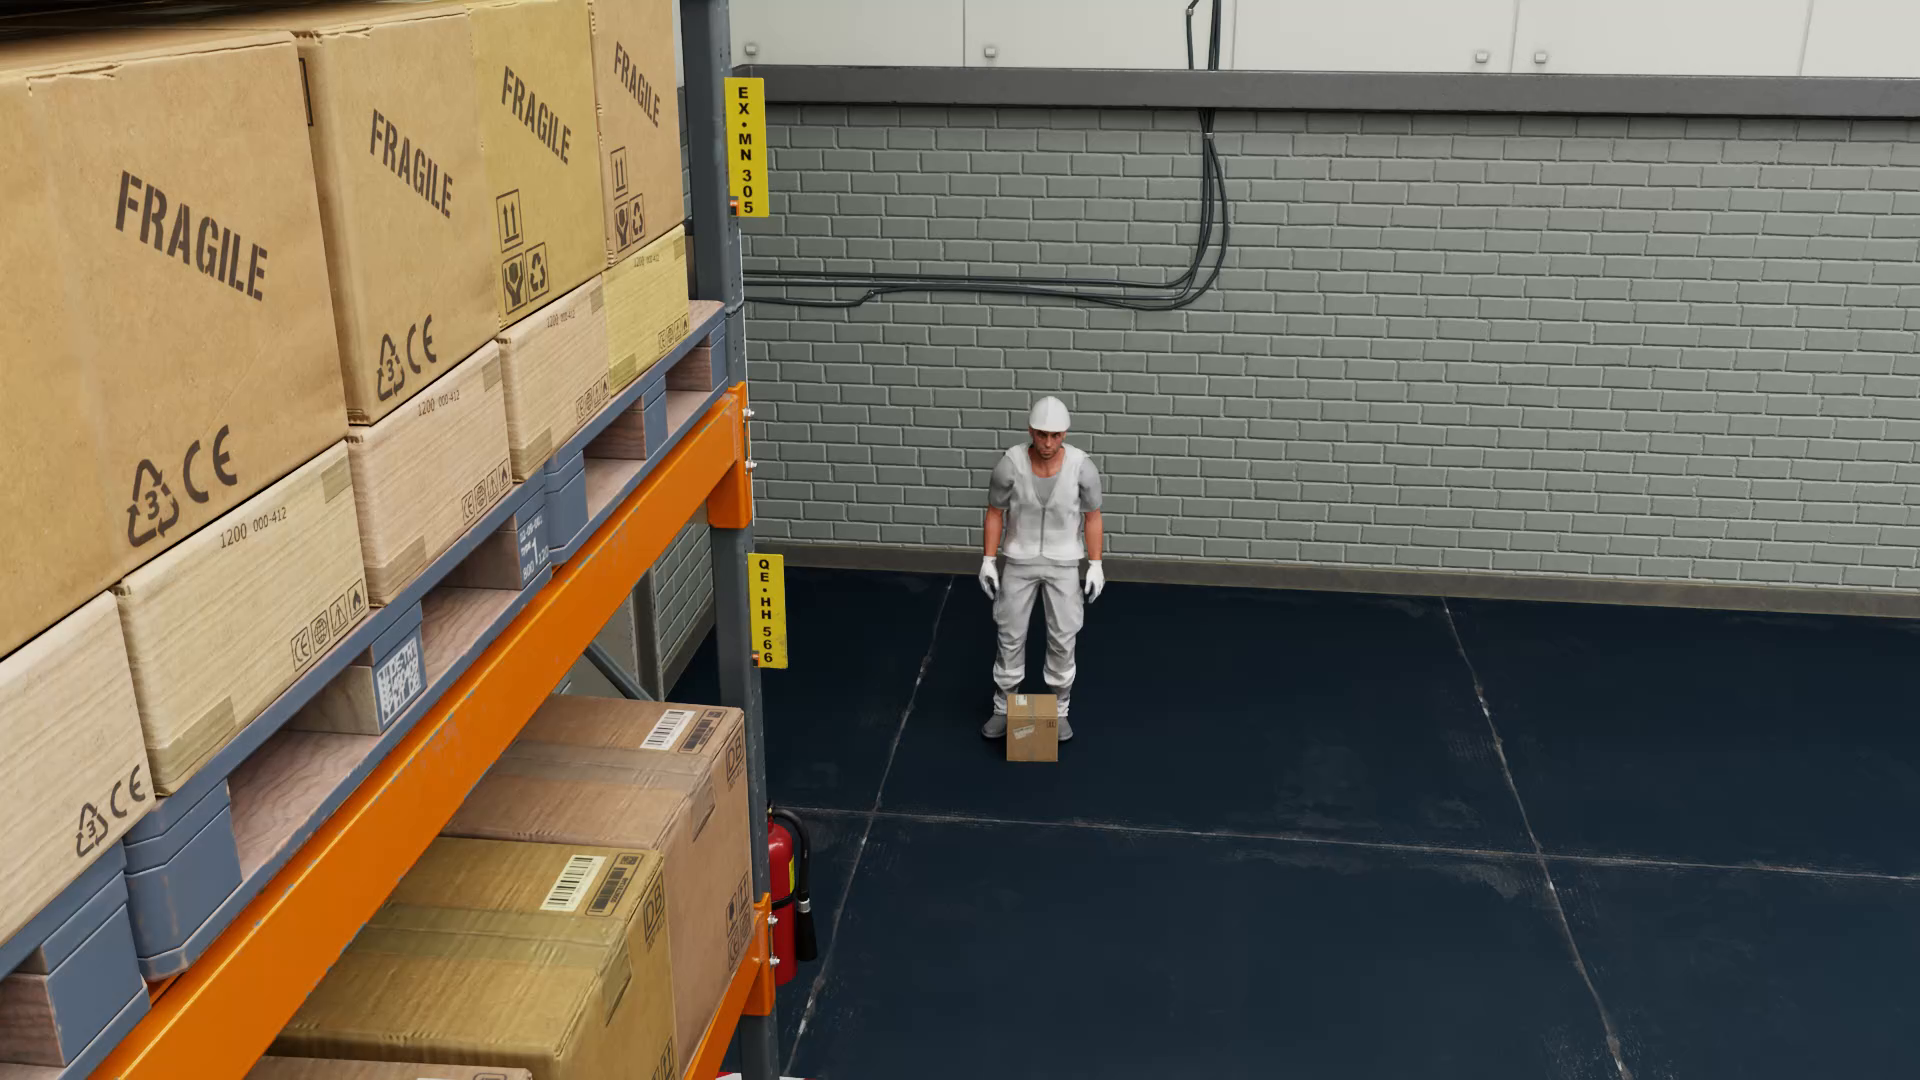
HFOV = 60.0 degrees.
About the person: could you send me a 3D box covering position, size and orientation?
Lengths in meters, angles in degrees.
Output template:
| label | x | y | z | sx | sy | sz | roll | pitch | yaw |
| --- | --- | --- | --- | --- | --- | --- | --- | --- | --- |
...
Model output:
| label | x | y | z | sx | sy | sz | roll | pitch | yaw |
| --- | --- | --- | --- | --- | --- | --- | --- | --- | --- |
| person | 0.405 | 0.139 | 8.196 | 0.622 | 1.781 | 0.445 | 2 | 21 | 4 |
